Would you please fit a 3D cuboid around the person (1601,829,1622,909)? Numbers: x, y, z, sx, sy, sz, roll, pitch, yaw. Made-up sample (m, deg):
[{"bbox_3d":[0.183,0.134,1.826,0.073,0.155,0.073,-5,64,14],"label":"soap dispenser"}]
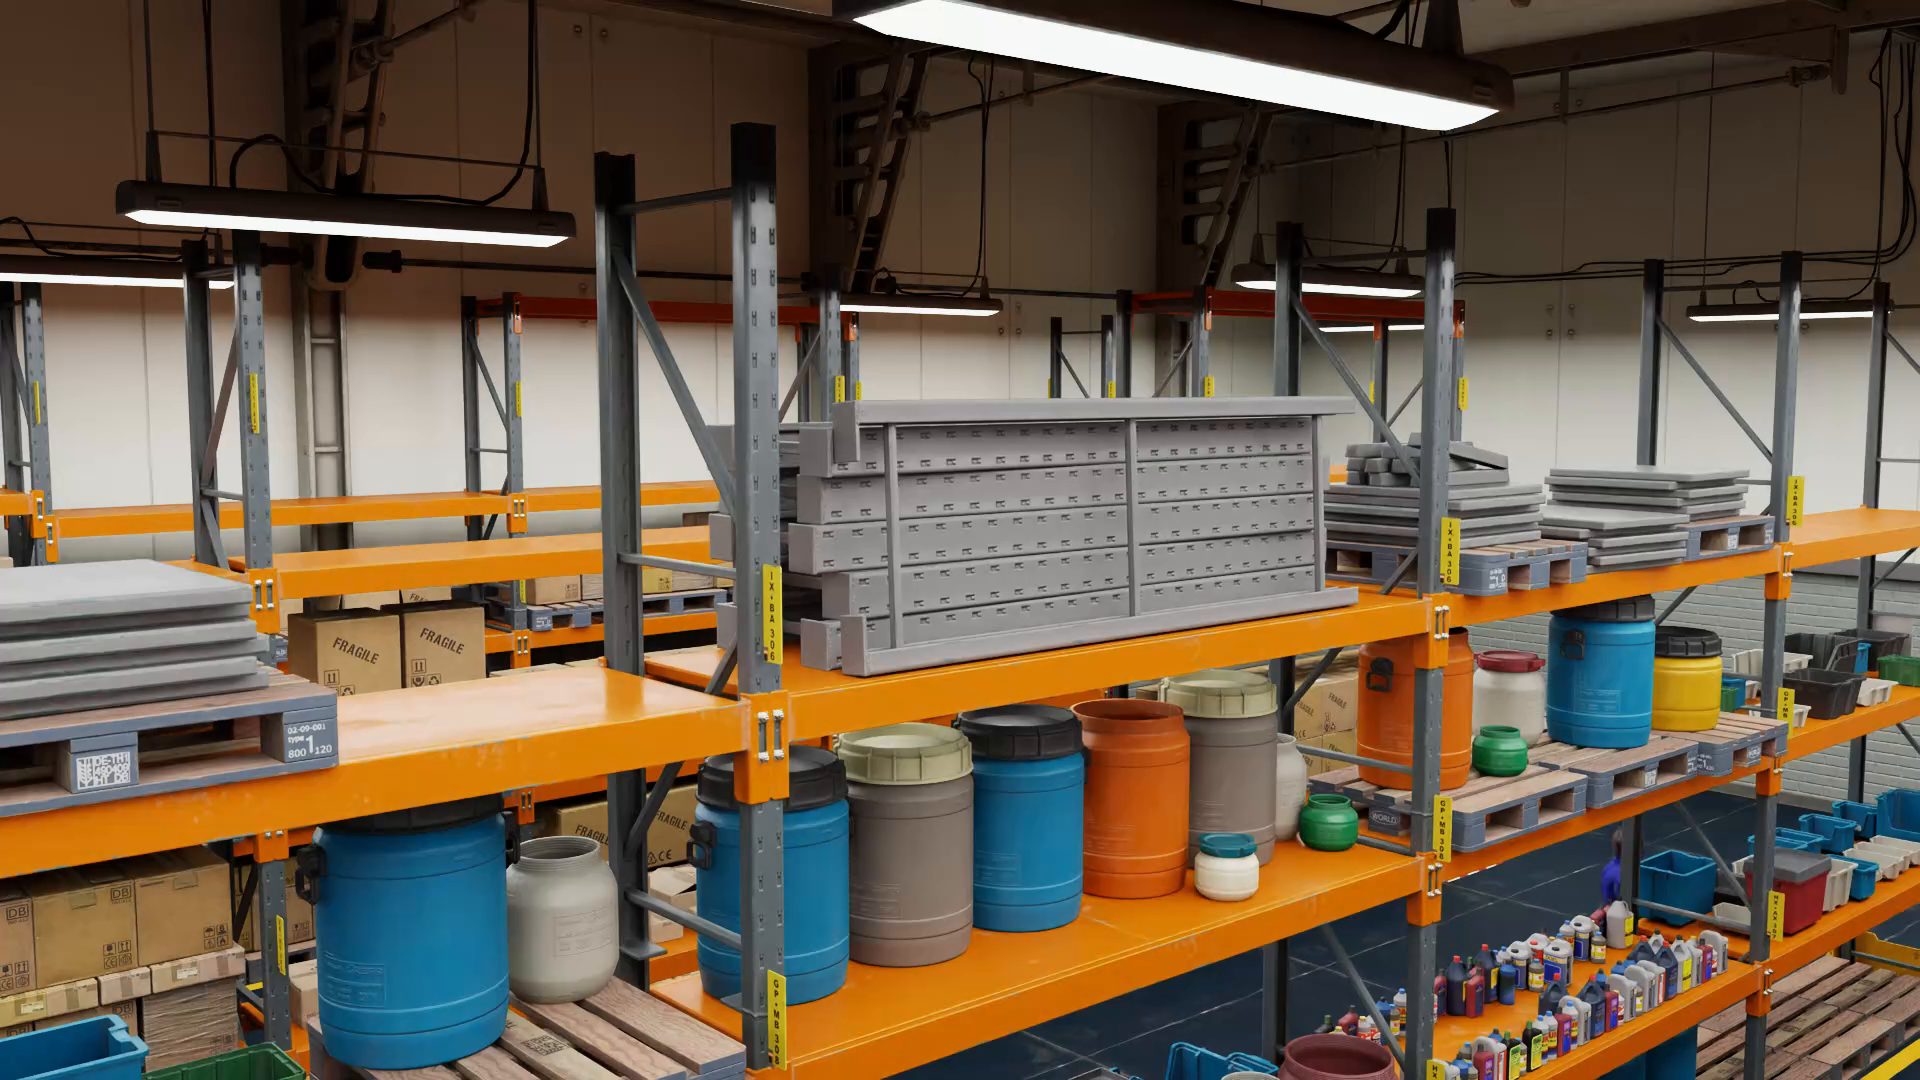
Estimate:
[{"bbox_3d":[5.243,3.111,13.382,0.408,1.666,0.592,1,6,12],"label":"person"}]
